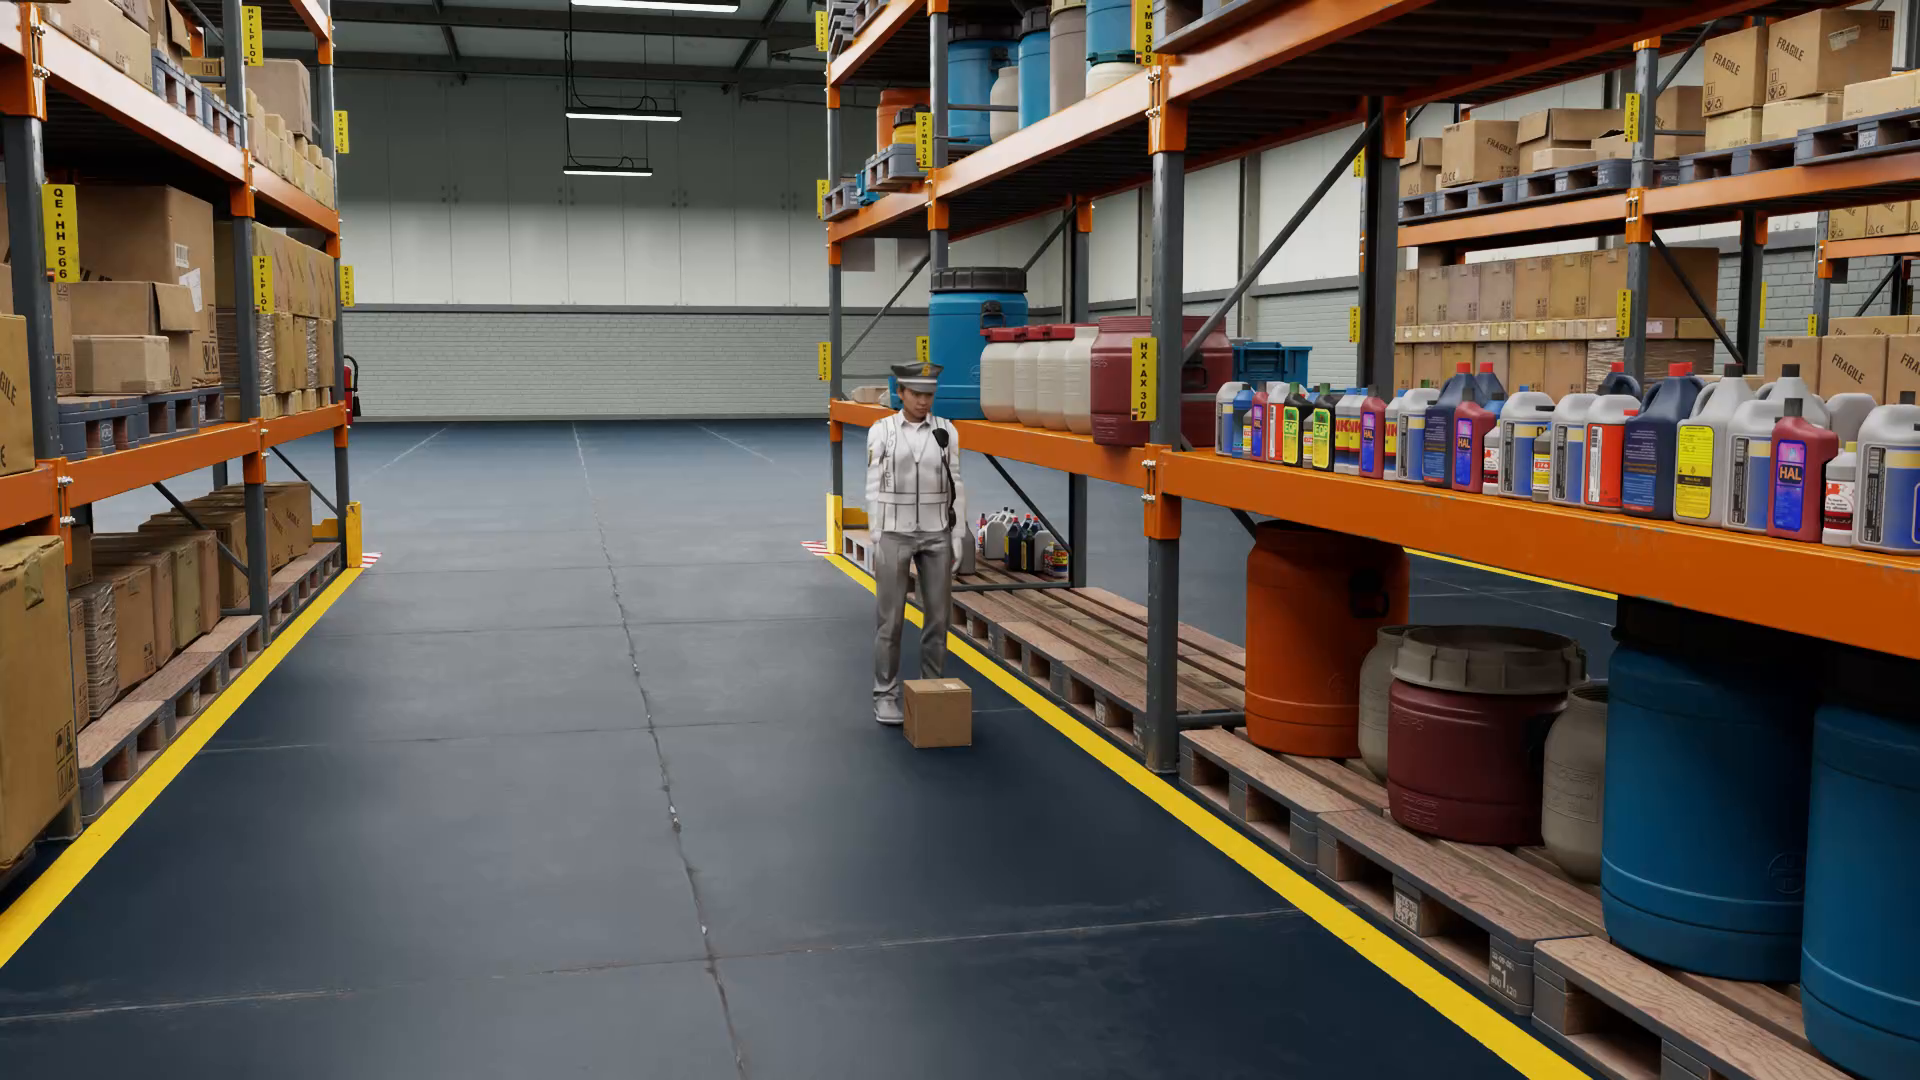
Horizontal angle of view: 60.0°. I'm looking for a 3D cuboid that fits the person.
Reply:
[{"bbox_3d":[-0.195,0.010,7.641,0.469,1.670,0.322,-1,6,-13],"label":"person"}]
